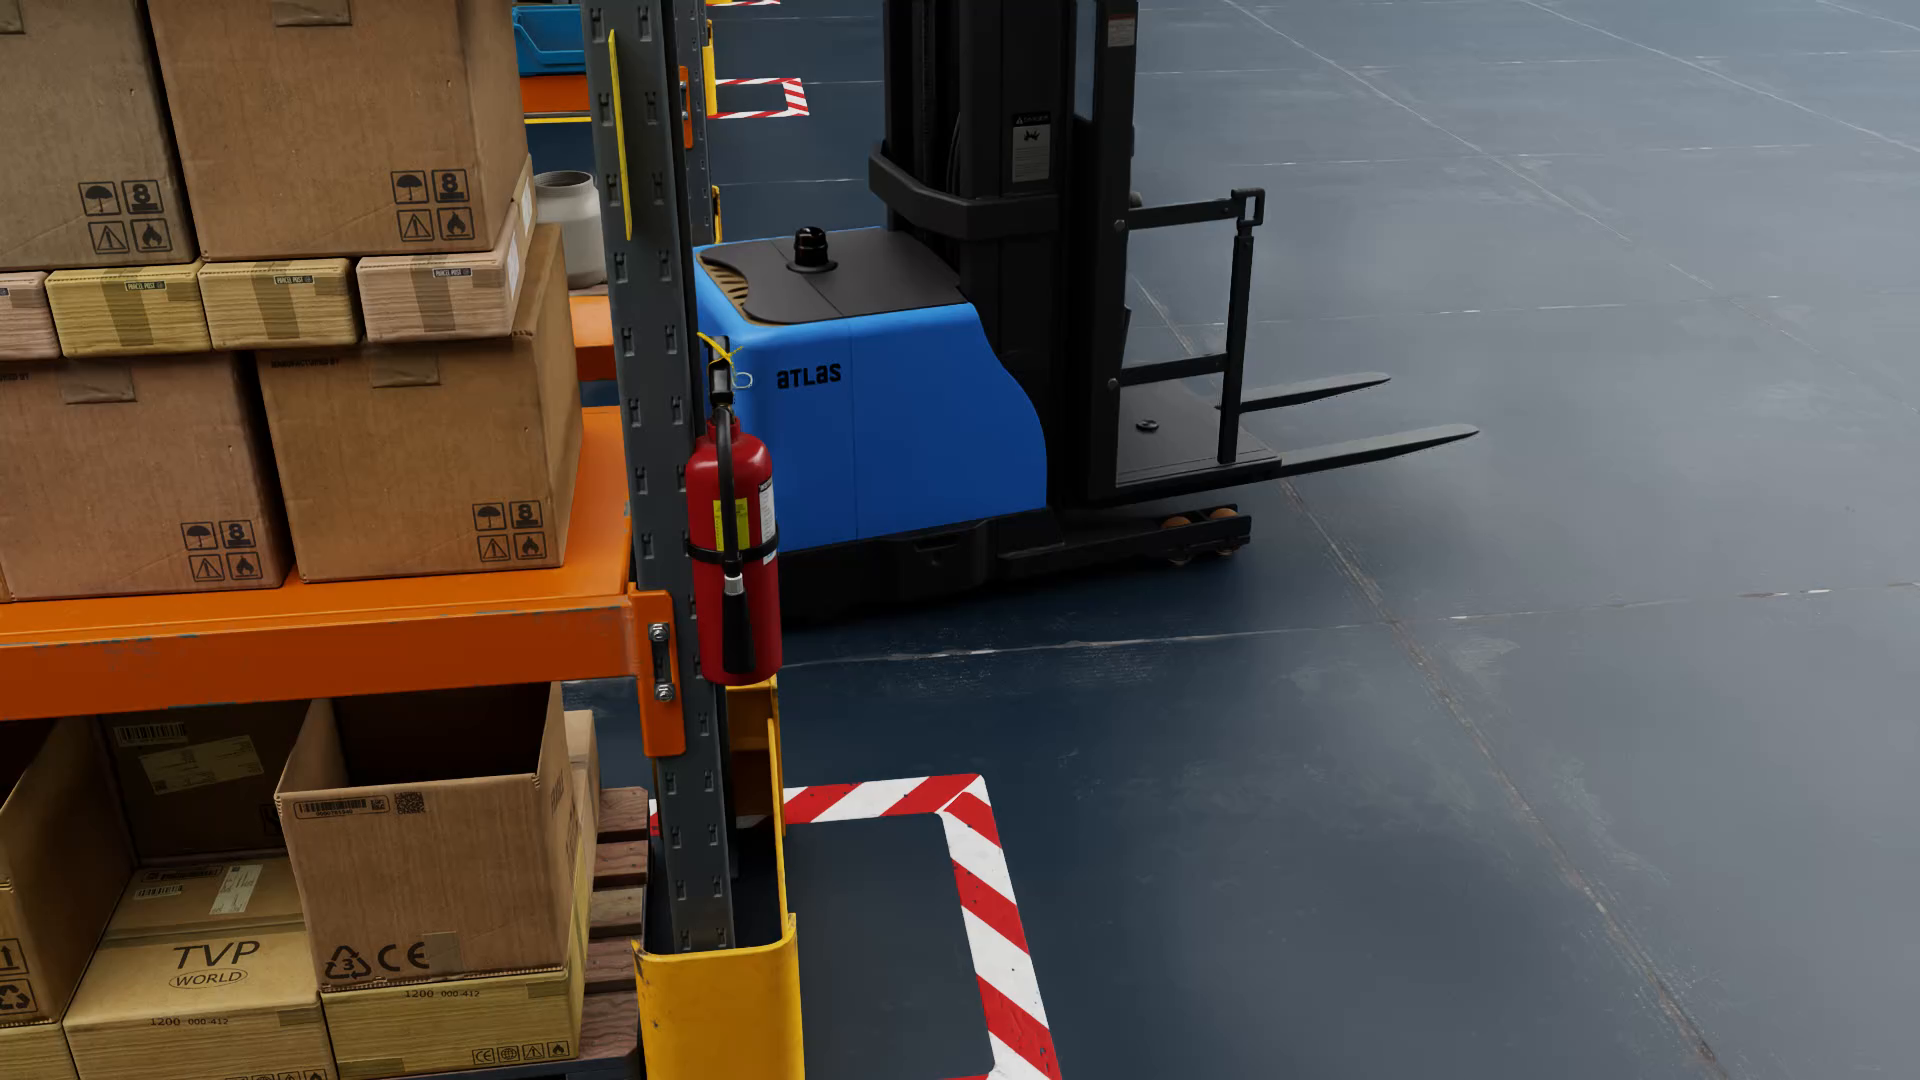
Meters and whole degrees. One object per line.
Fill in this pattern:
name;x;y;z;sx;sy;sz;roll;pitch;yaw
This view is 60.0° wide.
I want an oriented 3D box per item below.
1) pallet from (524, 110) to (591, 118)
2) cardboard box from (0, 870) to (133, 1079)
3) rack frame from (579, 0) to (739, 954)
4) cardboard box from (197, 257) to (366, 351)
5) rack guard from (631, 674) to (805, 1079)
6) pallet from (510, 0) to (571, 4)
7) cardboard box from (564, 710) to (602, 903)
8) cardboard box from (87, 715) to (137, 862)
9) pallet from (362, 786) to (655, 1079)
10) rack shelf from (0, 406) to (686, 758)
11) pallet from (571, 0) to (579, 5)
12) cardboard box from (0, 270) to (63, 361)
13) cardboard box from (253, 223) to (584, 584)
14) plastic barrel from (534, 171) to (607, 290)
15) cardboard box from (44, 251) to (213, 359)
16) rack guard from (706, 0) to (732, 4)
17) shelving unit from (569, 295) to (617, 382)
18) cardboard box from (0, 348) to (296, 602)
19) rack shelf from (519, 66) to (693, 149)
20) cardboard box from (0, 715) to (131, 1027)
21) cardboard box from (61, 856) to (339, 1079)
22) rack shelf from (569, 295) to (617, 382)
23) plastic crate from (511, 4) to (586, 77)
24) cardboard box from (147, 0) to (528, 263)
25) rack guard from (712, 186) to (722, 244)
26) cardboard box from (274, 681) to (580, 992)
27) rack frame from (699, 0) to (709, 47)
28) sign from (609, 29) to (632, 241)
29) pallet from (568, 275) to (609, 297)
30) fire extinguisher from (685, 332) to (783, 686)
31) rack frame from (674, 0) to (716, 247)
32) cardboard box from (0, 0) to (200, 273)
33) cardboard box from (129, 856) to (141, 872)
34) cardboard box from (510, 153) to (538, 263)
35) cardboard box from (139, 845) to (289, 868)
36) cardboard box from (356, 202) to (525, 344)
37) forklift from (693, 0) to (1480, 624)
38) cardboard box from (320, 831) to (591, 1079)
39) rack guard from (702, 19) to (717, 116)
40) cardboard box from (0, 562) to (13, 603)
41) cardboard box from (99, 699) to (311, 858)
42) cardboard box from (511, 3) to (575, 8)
pallet;-2.879;-3.485;12.810;1.213;0.211;1.003;-4;27;-7
cardboard box;-2.096;0.987;3.593;0.500;0.250;0.500;-4;27;-7
rack frame;-0.618;-0.287;3.524;0.127;3.000;1.000;-4;27;-7
cardboard box;-1.229;-0.493;3.104;0.250;0.149;0.380;-3;27;-6
rack guard;-0.594;0.823;4.098;0.348;0.500;1.175;-4;27;-7
pallet;-4.571;-5.612;16.955;1.213;0.211;1.003;-4;27;-7
cardboard box;-1.180;0.683;4.186;0.500;0.250;0.500;-4;27;-7
cardboard box;-2.168;0.419;3.877;0.500;0.500;0.500;-4;27;-7
pallet;-1.369;1.021;4.029;1.213;0.211;1.003;-4;27;-7
rack shelf;-2.598;0.160;3.441;4.000;0.370;1.077;-4;27;-7
pallet;-3.366;-5.688;17.104;1.213;0.211;1.003;-4;27;-7
cardboard box;-1.731;-0.461;3.043;0.250;0.149;0.380;-3;27;-6
cardboard box;-1.082;-0.308;3.455;0.500;0.500;0.700;-4;27;-7
plastic barrel;-1.945;-1.530;8.212;0.421;0.512;0.421;0;27;0
cardboard box;-1.482;-0.476;3.073;0.250;0.149;0.380;-4;27;-8
rack guard;-2.561;-5.904;17.209;0.348;0.500;1.175;-4;27;-7
shelving unit;-1.472;-0.347;5.693;1.048;1.125;0.538;-5;28;-9
cardboard box;-1.601;-0.272;3.385;0.500;0.500;0.700;-3;27;-6
rack shelf;-3.285;-2.080;7.805;4.000;0.370;1.077;-4;27;-7
cardboard box;-2.096;0.654;3.419;0.500;0.500;0.500;-4;27;-7
cardboard box;-1.601;0.954;3.657;0.500;0.250;0.500;-4;27;-7
rack shelf;-1.472;-0.607;5.560;1.000;0.278;0.538;-5;28;-9
plastic crate;-1.758;-2.294;7.597;0.616;0.251;0.499;-4;27;-7
cardboard box;-1.134;-0.882;3.152;0.500;0.500;0.700;-4;27;-7
rack guard;-1.373;-1.389;8.409;0.348;0.500;1.175;-4;27;-7
cardboard box;-1.107;0.584;3.556;0.500;0.500;0.500;-4;27;-7
rack frame;-1.994;-4.766;12.253;0.127;3.000;1.000;-4;27;-7
sign;-0.556;-0.662;2.726;0.005;0.325;0.100;-4;27;-7
pallet;-2.178;-1.211;8.379;1.213;0.211;1.003;-4;27;-7
fire extinguisher;-0.436;-0.050;3.147;0.183;0.674;0.296;-4;27;-7
rack frame;-1.304;-2.527;7.889;0.127;3.000;1.000;-4;27;-7
cardboard box;-1.654;-0.846;3.082;0.500;0.500;0.700;-4;27;-8
cardboard box;-2.170;0.748;4.059;0.500;0.250;0.500;-4;27;-7
cardboard box;-1.036;-0.693;3.494;0.250;0.149;0.380;-4;27;-7
cardboard box;-1.674;0.716;4.120;0.500;0.250;0.500;-4;27;-7
cardboard box;-0.970;-0.510;3.138;0.250;0.149;0.380;-4;27;-8
forklift;0.537;-1.433;5.832;3.031;2.935;1.130;-10;29;-19
cardboard box;-1.108;0.917;3.729;0.500;0.250;0.500;-4;27;-7
rack guard;-2.069;-3.649;12.814;0.348;0.500;1.175;-4;27;-7
cardboard box;-2.094;-0.243;3.329;0.500;0.500;0.700;-3;27;-7
cardboard box;-1.675;0.382;3.951;0.500;0.500;0.500;-4;27;-7
cardboard box;-3.202;-3.755;12.560;0.500;0.500;0.500;3;27;6
